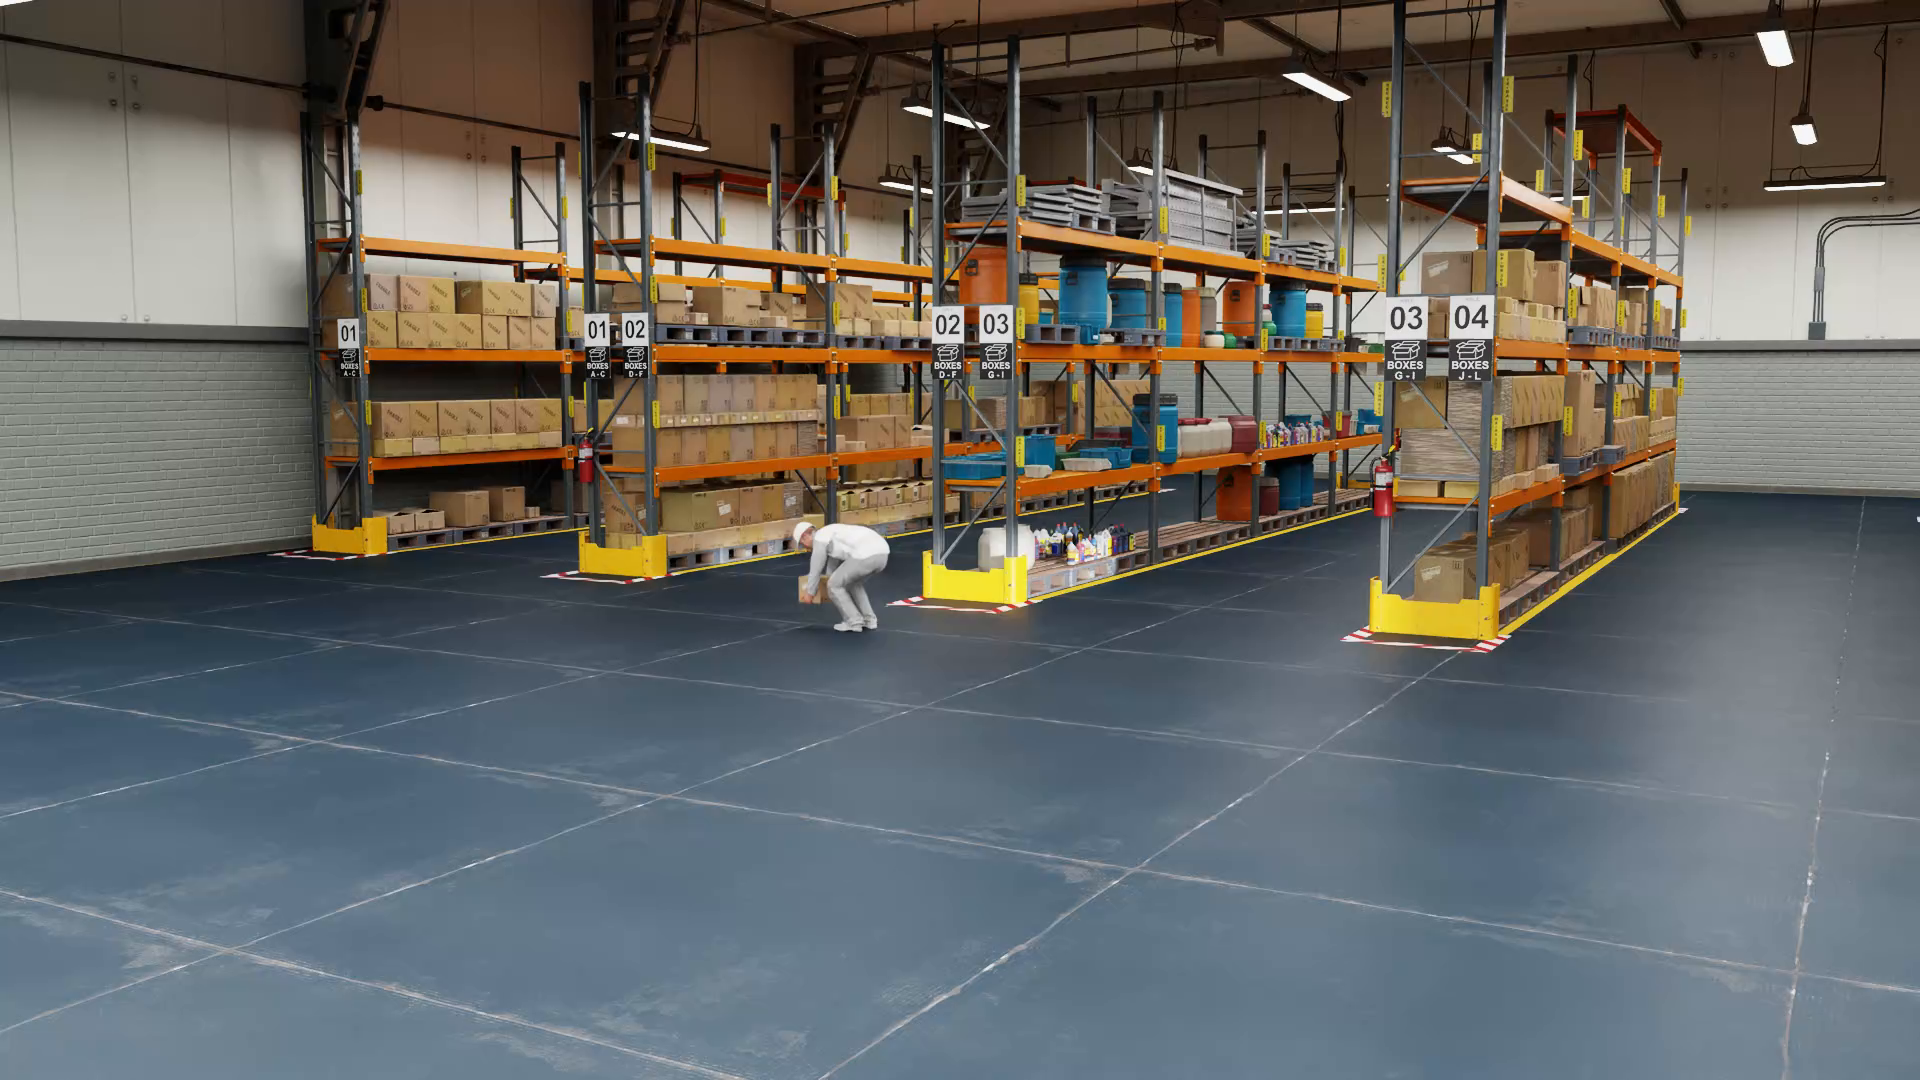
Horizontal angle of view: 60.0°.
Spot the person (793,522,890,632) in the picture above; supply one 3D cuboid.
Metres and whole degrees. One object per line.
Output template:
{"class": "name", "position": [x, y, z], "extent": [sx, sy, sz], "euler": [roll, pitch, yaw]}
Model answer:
{"class": "person", "position": [-1.181, 0.352, 16.235], "extent": [0.998, 1.024, 0.513], "euler": [3, 7, 26]}
